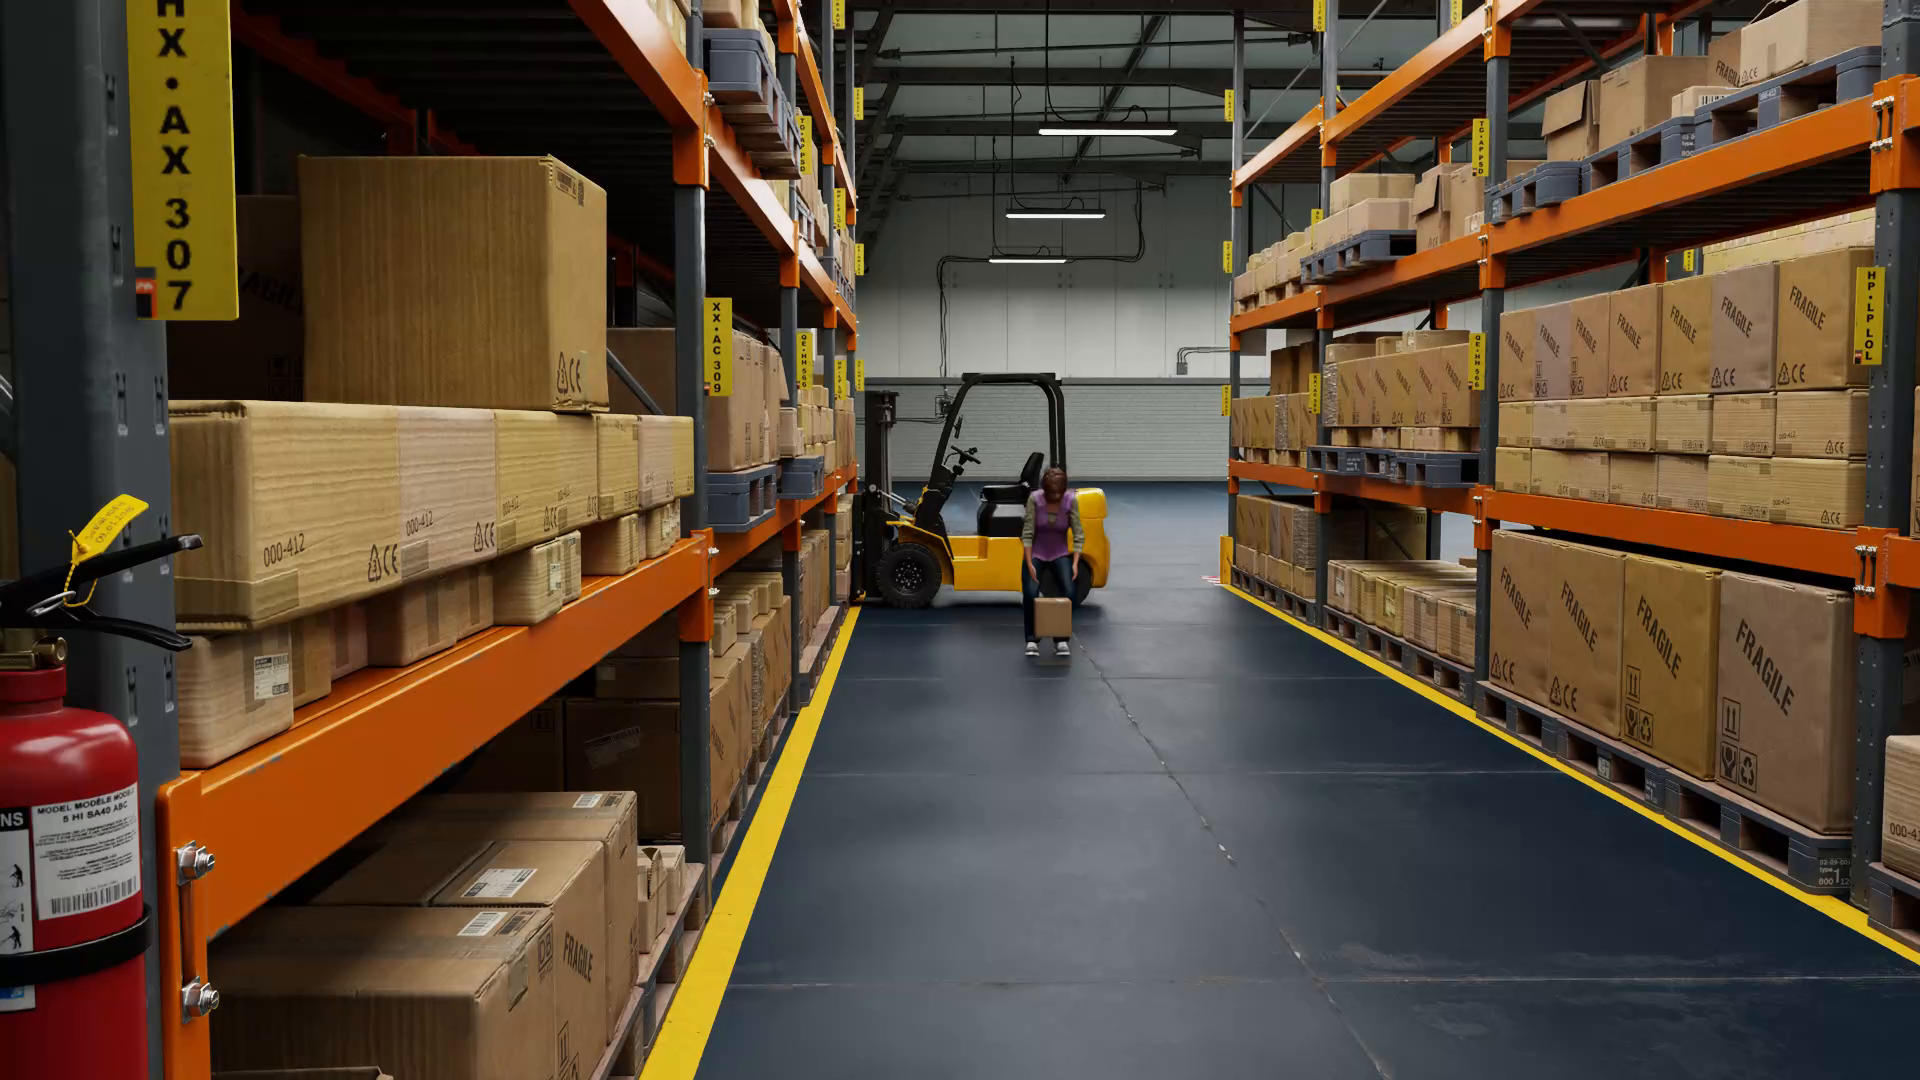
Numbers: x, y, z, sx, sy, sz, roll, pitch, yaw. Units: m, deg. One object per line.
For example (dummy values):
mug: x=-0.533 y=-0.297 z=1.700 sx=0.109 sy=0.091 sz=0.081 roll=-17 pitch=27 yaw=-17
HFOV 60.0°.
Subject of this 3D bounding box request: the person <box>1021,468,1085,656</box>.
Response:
person: x=0.672 y=0.158 z=12.106 sx=0.460 sy=1.376 sz=0.601 roll=0 pitch=4 yaw=-1
